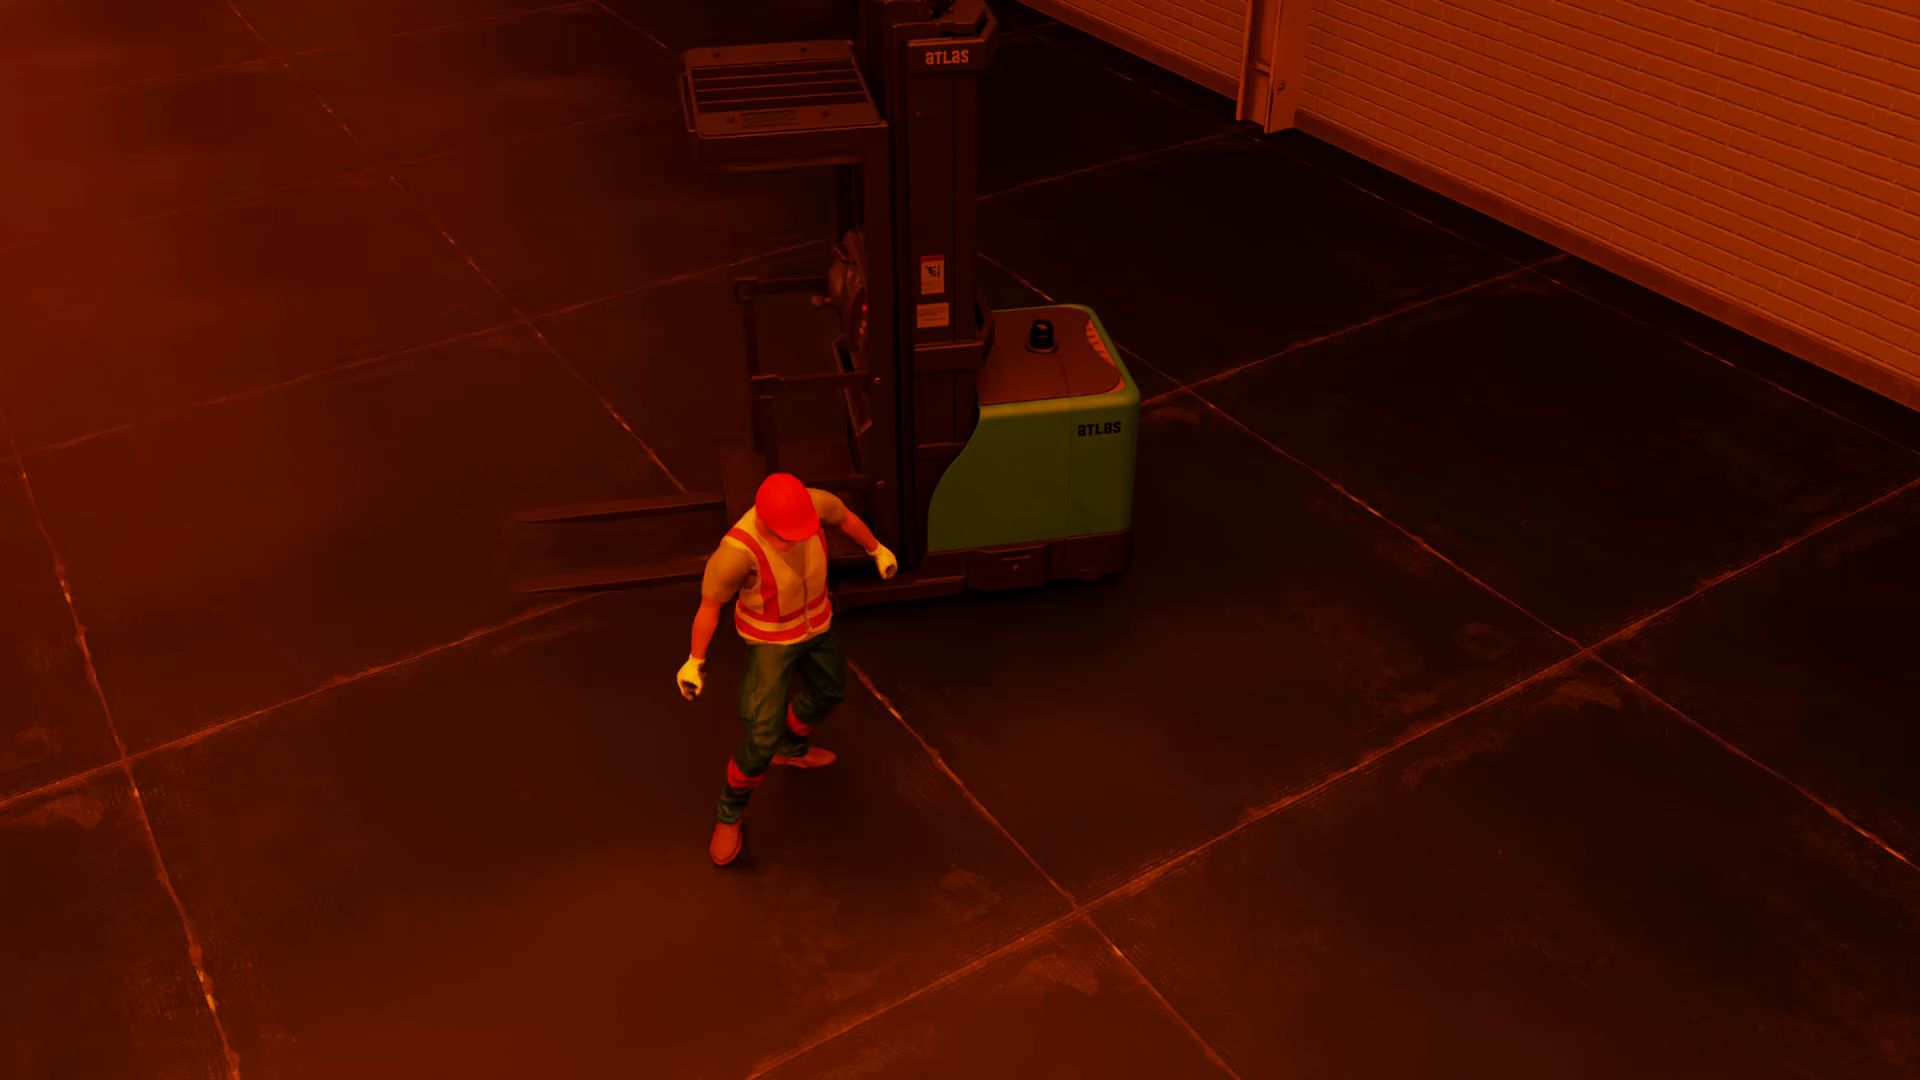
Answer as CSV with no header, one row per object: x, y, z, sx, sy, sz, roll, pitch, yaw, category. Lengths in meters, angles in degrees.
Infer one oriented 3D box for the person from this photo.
-0.678,0.394,6.684,0.527,1.719,1.122,29,44,35,person

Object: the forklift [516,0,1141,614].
-0.698,-1.123,7.746,3.031,2.935,1.130,-6,36,-9,forklift
